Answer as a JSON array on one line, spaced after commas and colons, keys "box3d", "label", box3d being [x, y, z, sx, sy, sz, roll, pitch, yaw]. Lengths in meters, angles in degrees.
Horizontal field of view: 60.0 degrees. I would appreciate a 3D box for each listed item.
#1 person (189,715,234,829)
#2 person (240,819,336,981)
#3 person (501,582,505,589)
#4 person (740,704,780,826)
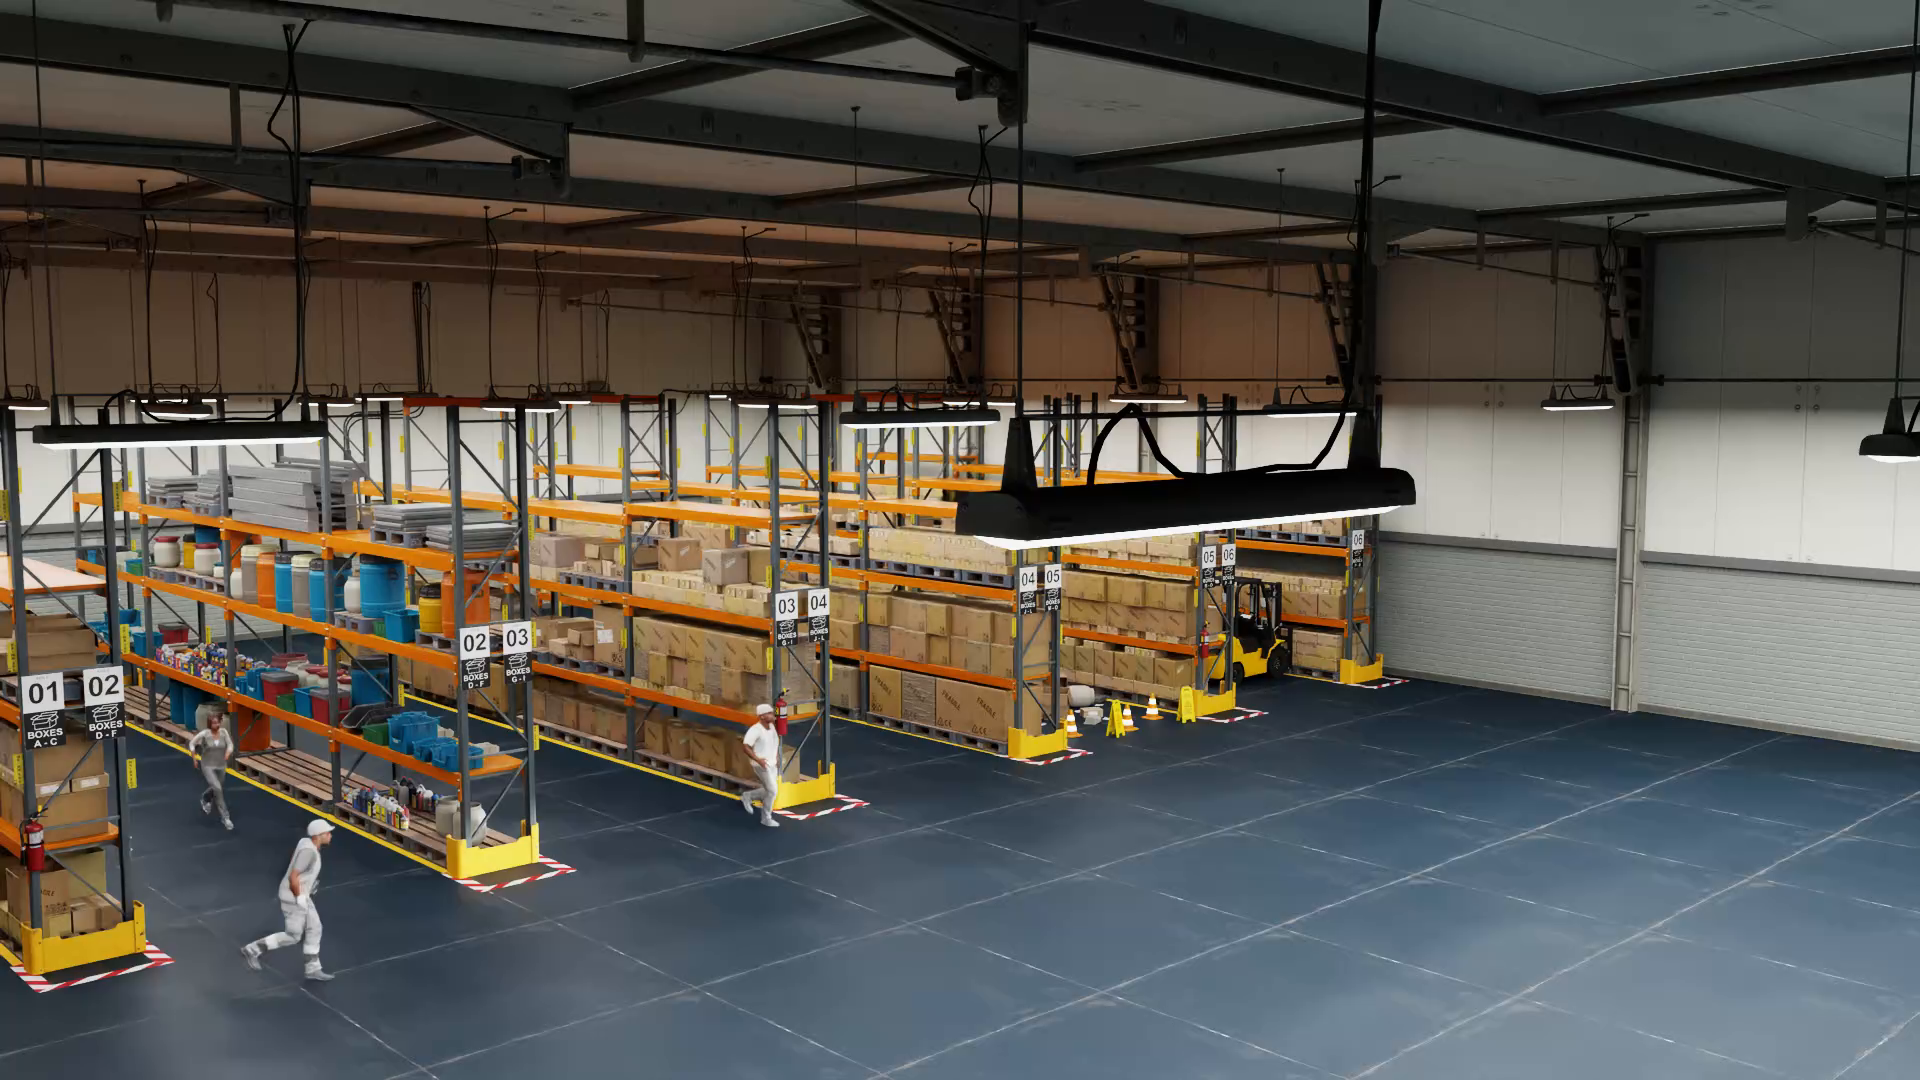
[{"box3d": [-10.618, 3.254, 23.648, 0.929, 1.597, 0.557, 5, 8, 44], "label": "person"}, {"box3d": [-7.053, 3.810, 17.475, 0.974, 1.724, 0.666, -2, 6, -24], "label": "person"}, {"box3d": [-10.855, 1.740, 39.655, 0.628, 1.641, 0.555, 0, 6, -1], "label": "person"}, {"box3d": [-2.832, 3.199, 23.740, 0.645, 1.743, 0.746, 2, 6, 22], "label": "person"}]
